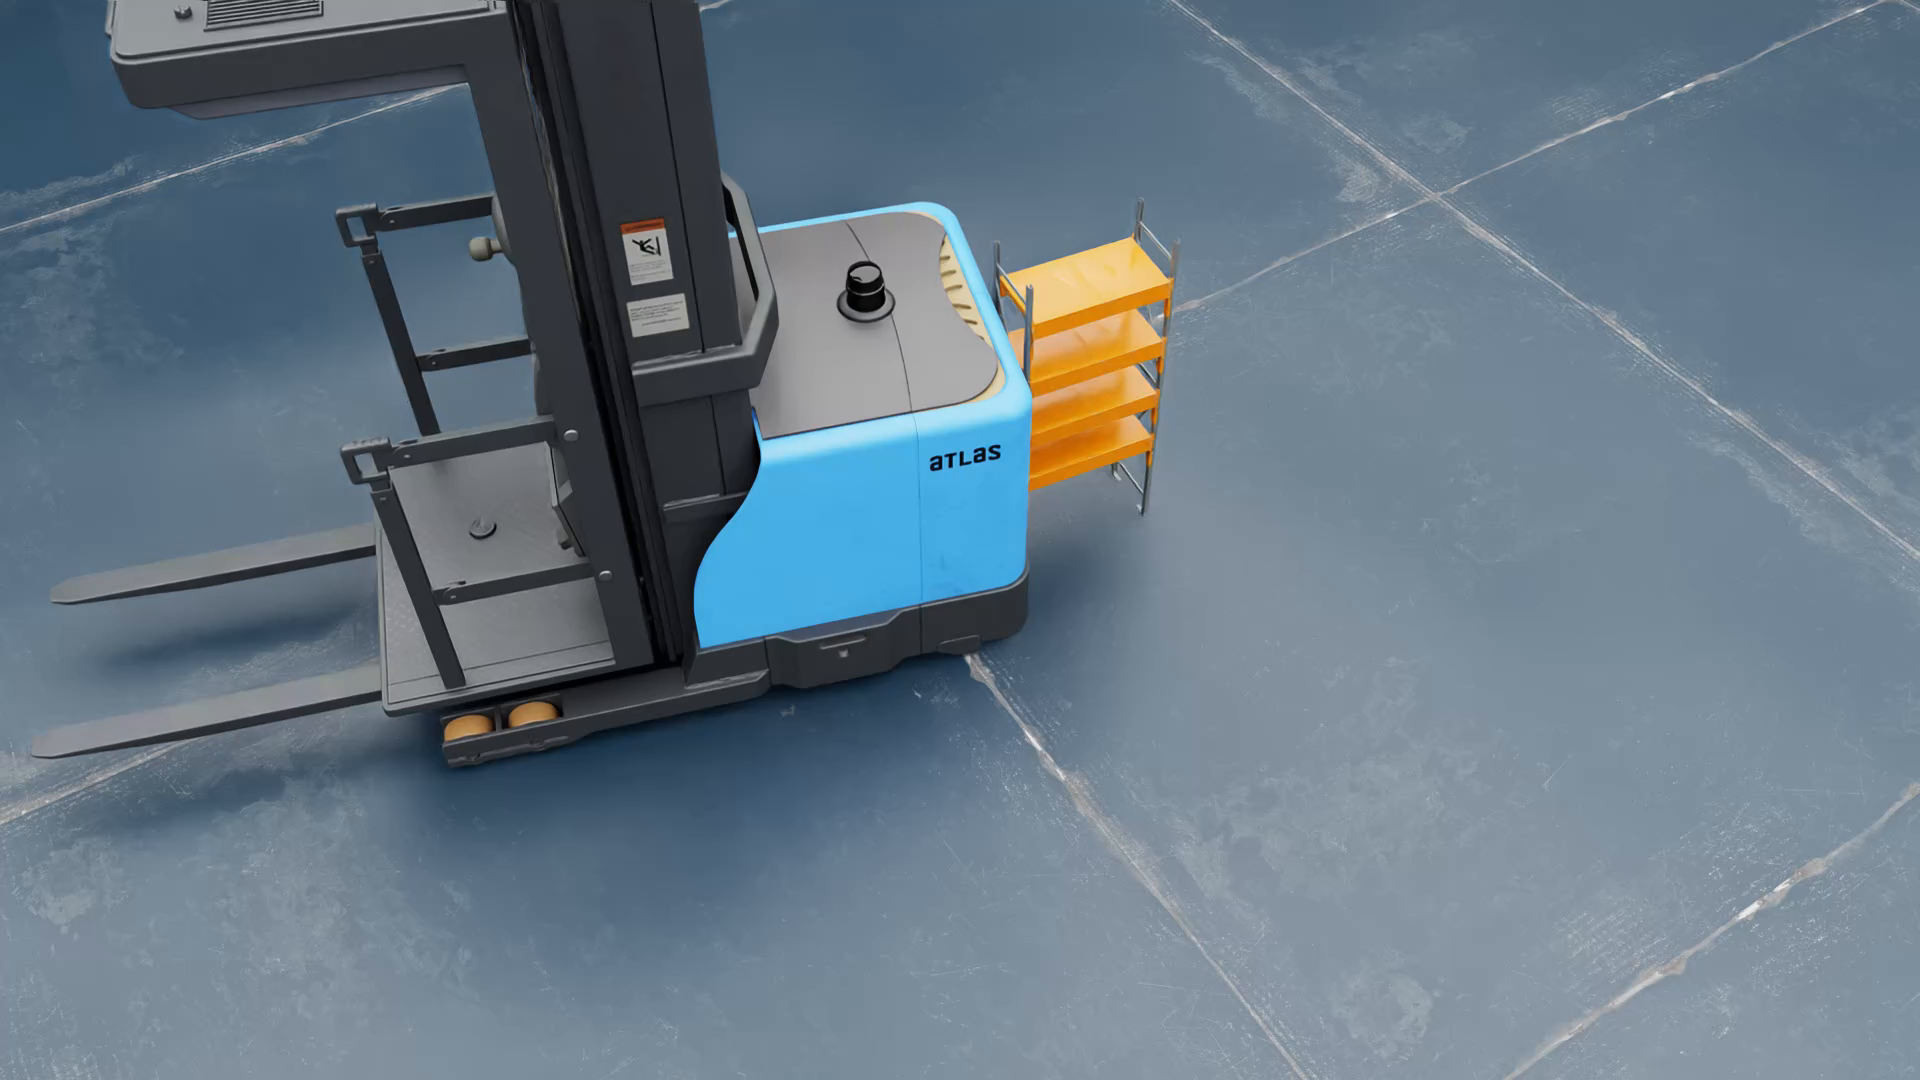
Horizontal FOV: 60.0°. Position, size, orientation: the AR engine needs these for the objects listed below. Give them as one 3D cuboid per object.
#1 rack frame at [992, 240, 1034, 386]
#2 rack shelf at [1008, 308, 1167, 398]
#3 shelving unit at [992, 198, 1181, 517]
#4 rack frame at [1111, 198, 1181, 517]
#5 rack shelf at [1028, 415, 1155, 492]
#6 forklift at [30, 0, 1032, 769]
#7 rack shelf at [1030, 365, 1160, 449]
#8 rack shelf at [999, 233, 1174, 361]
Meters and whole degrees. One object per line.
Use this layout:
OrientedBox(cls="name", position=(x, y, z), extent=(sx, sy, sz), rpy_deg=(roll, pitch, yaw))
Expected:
OrientedBox(cls="rack frame", position=(0.156, -0.409, 5.310), extent=(0.015, 1.200, 0.240), rpy_deg=(-19, 51, -16))
OrientedBox(cls="rack shelf", position=(0.377, -0.590, 5.262), extent=(0.480, 0.148, 0.258), rpy_deg=(-19, 51, -16))
OrientedBox(cls="shelving unit", position=(0.377, -0.486, 5.379), extent=(0.503, 1.200, 0.258), rpy_deg=(-19, 51, -16))
OrientedBox(cls="rack frame", position=(0.598, -0.563, 5.448), extent=(0.015, 1.200, 0.240), rpy_deg=(-19, 51, -16))
OrientedBox(cls="rack shelf", position=(0.377, -0.309, 5.578), extent=(0.480, 0.148, 0.258), rpy_deg=(-19, 51, -16))
OrientedBox(cls="forklift", position=(-1.355, -0.721, 4.429), extent=(3.031, 2.935, 1.130), rpy_deg=(-11, 49, -10))
OrientedBox(cls="rack shelf", position=(0.377, -0.441, 5.429), extent=(0.480, 0.148, 0.258), rpy_deg=(-19, 51, -16))
OrientedBox(cls="rack shelf", position=(0.377, -0.747, 5.086), extent=(0.480, 0.148, 0.258), rpy_deg=(-19, 51, -16))
